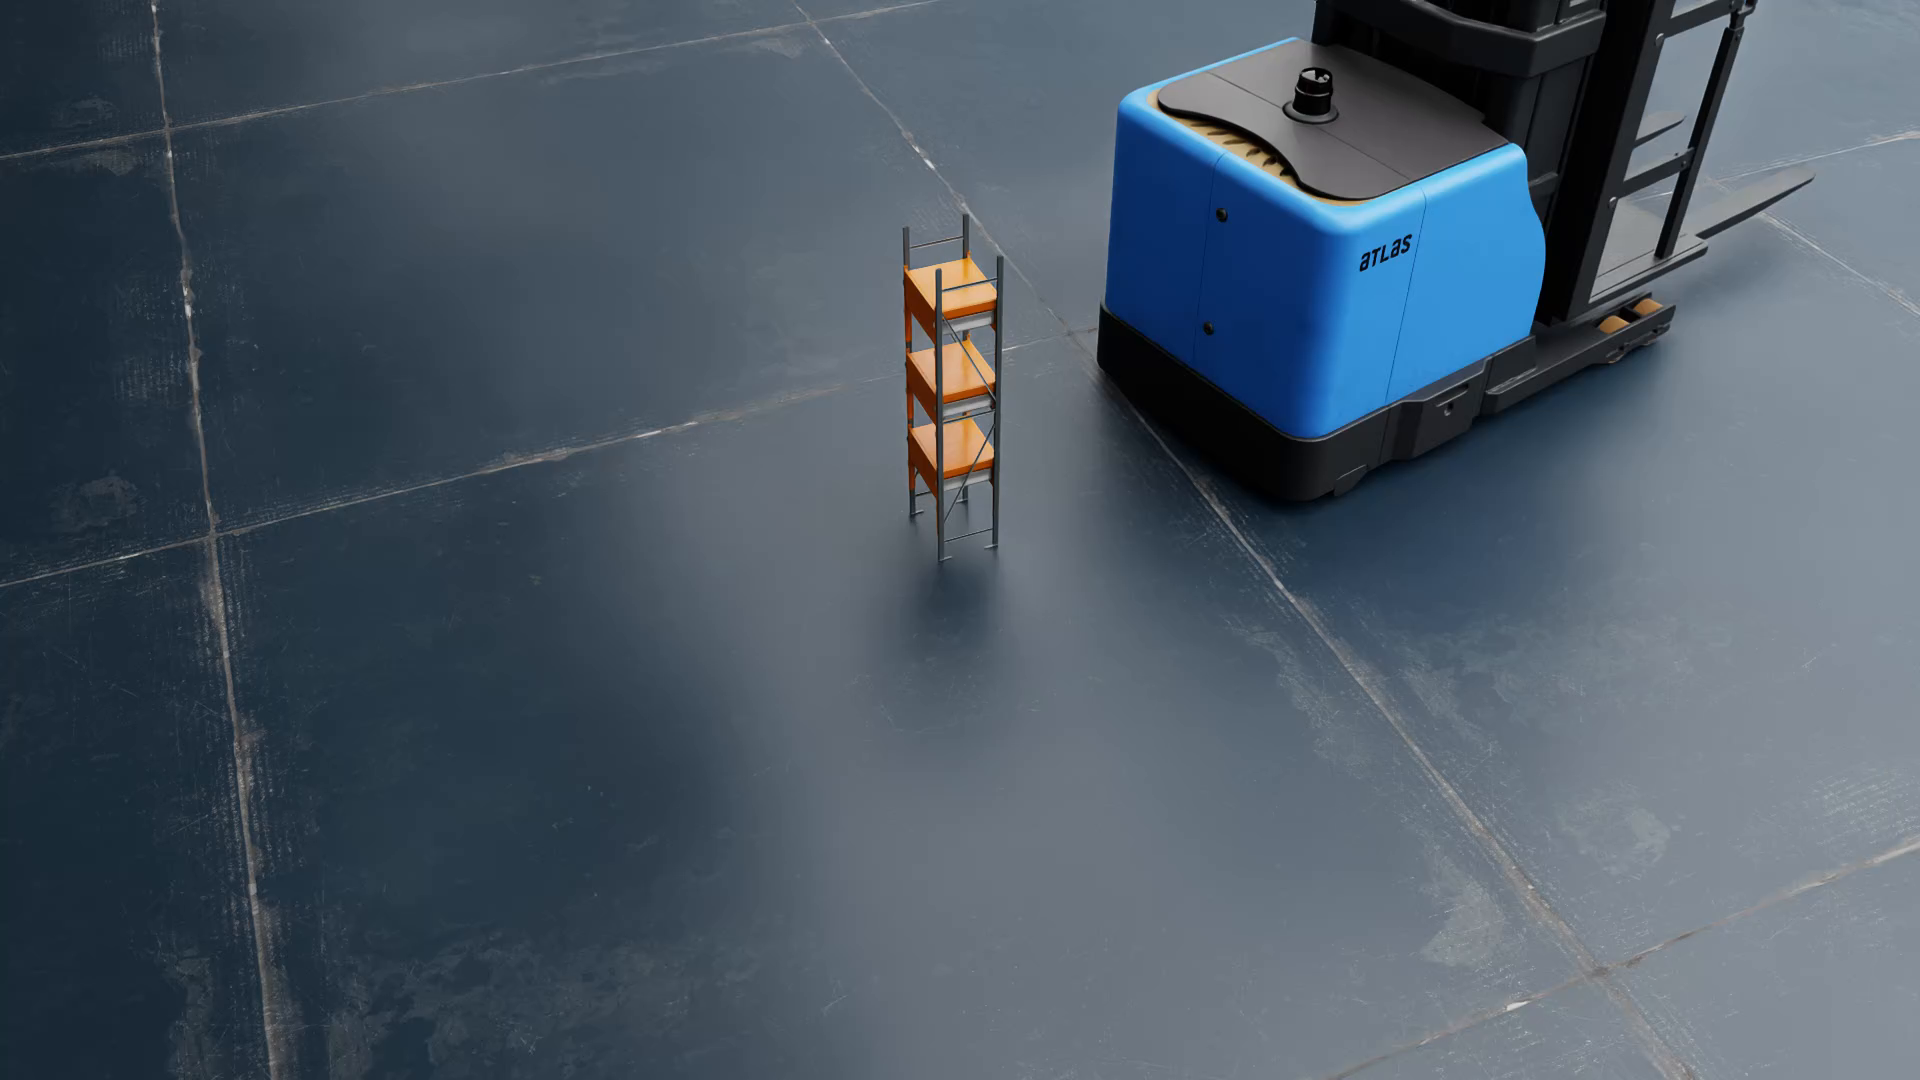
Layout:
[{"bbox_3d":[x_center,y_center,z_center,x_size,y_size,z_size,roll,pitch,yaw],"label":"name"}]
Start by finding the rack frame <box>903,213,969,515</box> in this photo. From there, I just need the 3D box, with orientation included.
[{"bbox_3d":[-0.067,-0.504,5.031,0.200,1.050,0.008,-15,43,-17],"label":"rack frame"}]

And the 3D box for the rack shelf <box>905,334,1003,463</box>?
[{"bbox_3d":[-0.020,-0.422,4.952,0.215,0.259,0.240,-15,43,-17],"label":"rack shelf"}]

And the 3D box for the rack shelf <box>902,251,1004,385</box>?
[{"bbox_3d":[-0.020,-0.637,4.767,0.215,0.259,0.240,-15,43,-17],"label":"rack shelf"}]

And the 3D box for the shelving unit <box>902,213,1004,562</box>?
[{"bbox_3d":[-0.020,-0.430,4.945,0.215,1.050,0.252,-15,43,-17],"label":"shelving unit"}]

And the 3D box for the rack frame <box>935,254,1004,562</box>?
[{"bbox_3d":[0.026,-0.357,4.860,0.200,1.050,0.008,-15,43,-17],"label":"rack frame"}]

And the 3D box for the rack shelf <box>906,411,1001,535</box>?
[{"bbox_3d":[-0.020,-0.212,5.133,0.215,0.259,0.240,-15,43,-17],"label":"rack shelf"}]

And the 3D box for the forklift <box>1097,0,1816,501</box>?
[{"bbox_3d":[1.978,-2.004,5.332,3.031,2.935,1.130,-25,47,-26],"label":"forklift"}]
